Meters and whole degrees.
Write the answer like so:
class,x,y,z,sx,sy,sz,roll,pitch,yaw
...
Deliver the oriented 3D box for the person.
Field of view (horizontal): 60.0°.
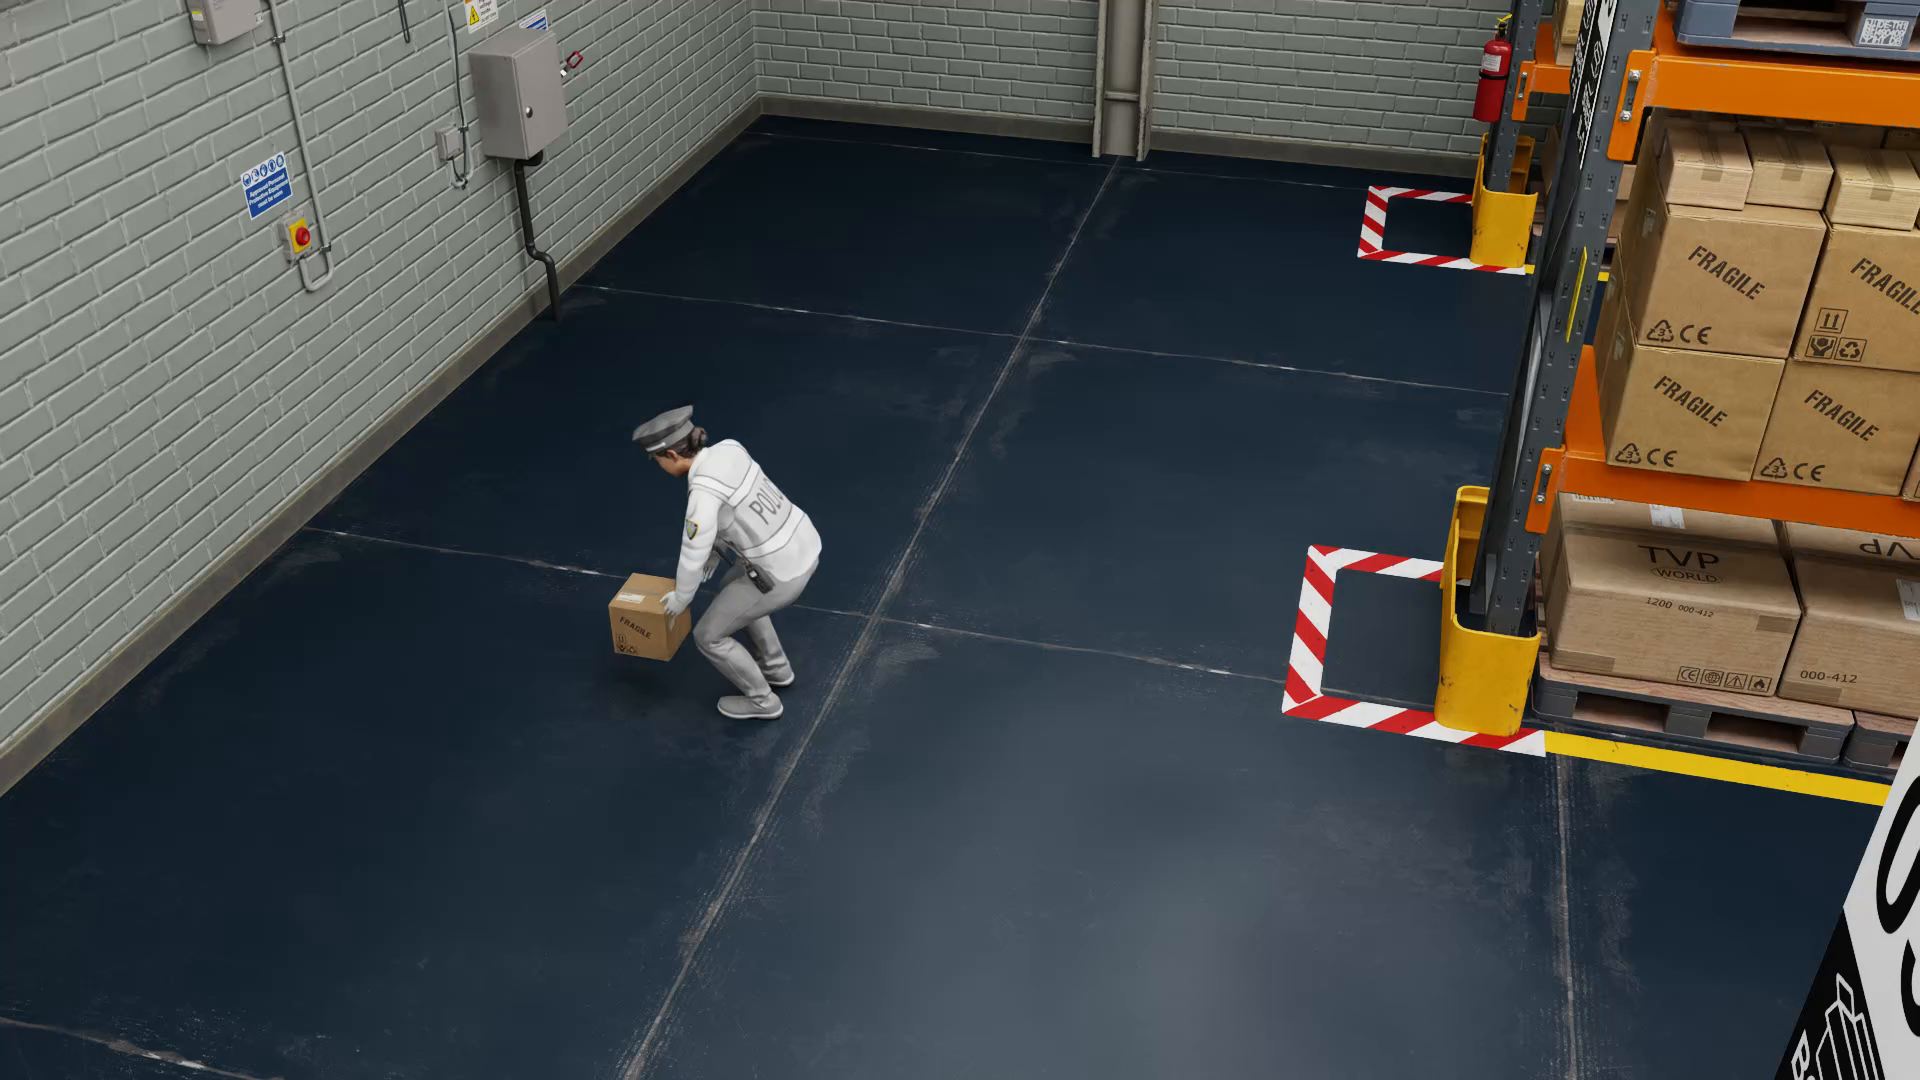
class,x,y,z,sx,sy,sz,roll,pitch,yaw
person,-0.927,0.105,6.749,0.708,1.376,0.535,8,34,12
